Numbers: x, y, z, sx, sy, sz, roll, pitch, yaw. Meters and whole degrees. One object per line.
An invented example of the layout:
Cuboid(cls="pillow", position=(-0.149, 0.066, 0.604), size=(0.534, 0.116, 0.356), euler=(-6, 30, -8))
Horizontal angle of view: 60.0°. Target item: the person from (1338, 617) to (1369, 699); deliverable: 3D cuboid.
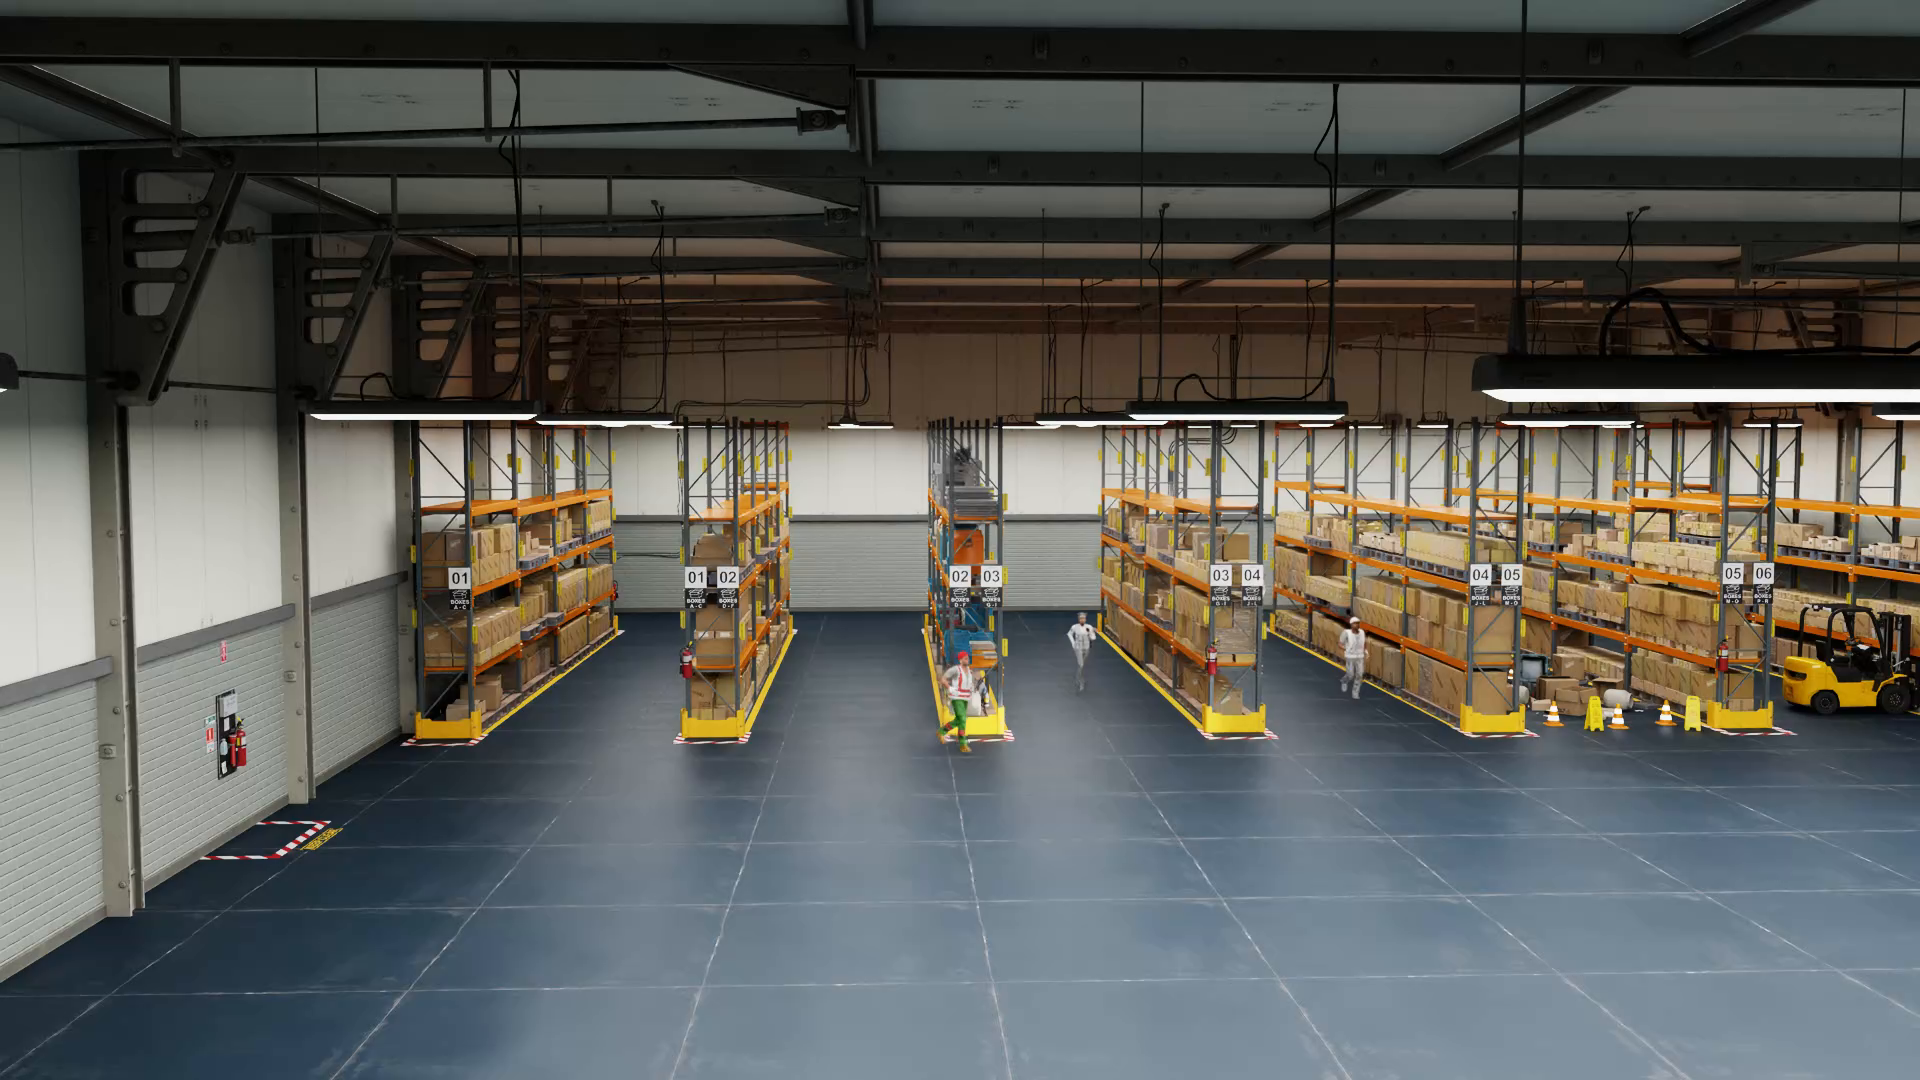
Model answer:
Cuboid(cls="person", position=(8.447, 2.520, 35.693), size=(0.687, 1.743, 0.704), euler=(-1, 4, -10))

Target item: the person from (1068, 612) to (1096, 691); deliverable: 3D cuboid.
Cuboid(cls="person", position=(2.735, 2.469, 37.063), size=(0.584, 1.754, 0.775), euler=(-1, 4, -10))

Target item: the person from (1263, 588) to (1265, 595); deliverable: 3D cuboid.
Cuboid(cls="person", position=(8.579, 1.751, 48.846), size=(0.584, 1.598, 0.740), euler=(-2, 4, -24))

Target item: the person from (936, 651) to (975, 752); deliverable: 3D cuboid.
Cuboid(cls="person", position=(-0.005, 2.894, 30.071), size=(0.904, 1.779, 0.699), euler=(3, 5, 43))
